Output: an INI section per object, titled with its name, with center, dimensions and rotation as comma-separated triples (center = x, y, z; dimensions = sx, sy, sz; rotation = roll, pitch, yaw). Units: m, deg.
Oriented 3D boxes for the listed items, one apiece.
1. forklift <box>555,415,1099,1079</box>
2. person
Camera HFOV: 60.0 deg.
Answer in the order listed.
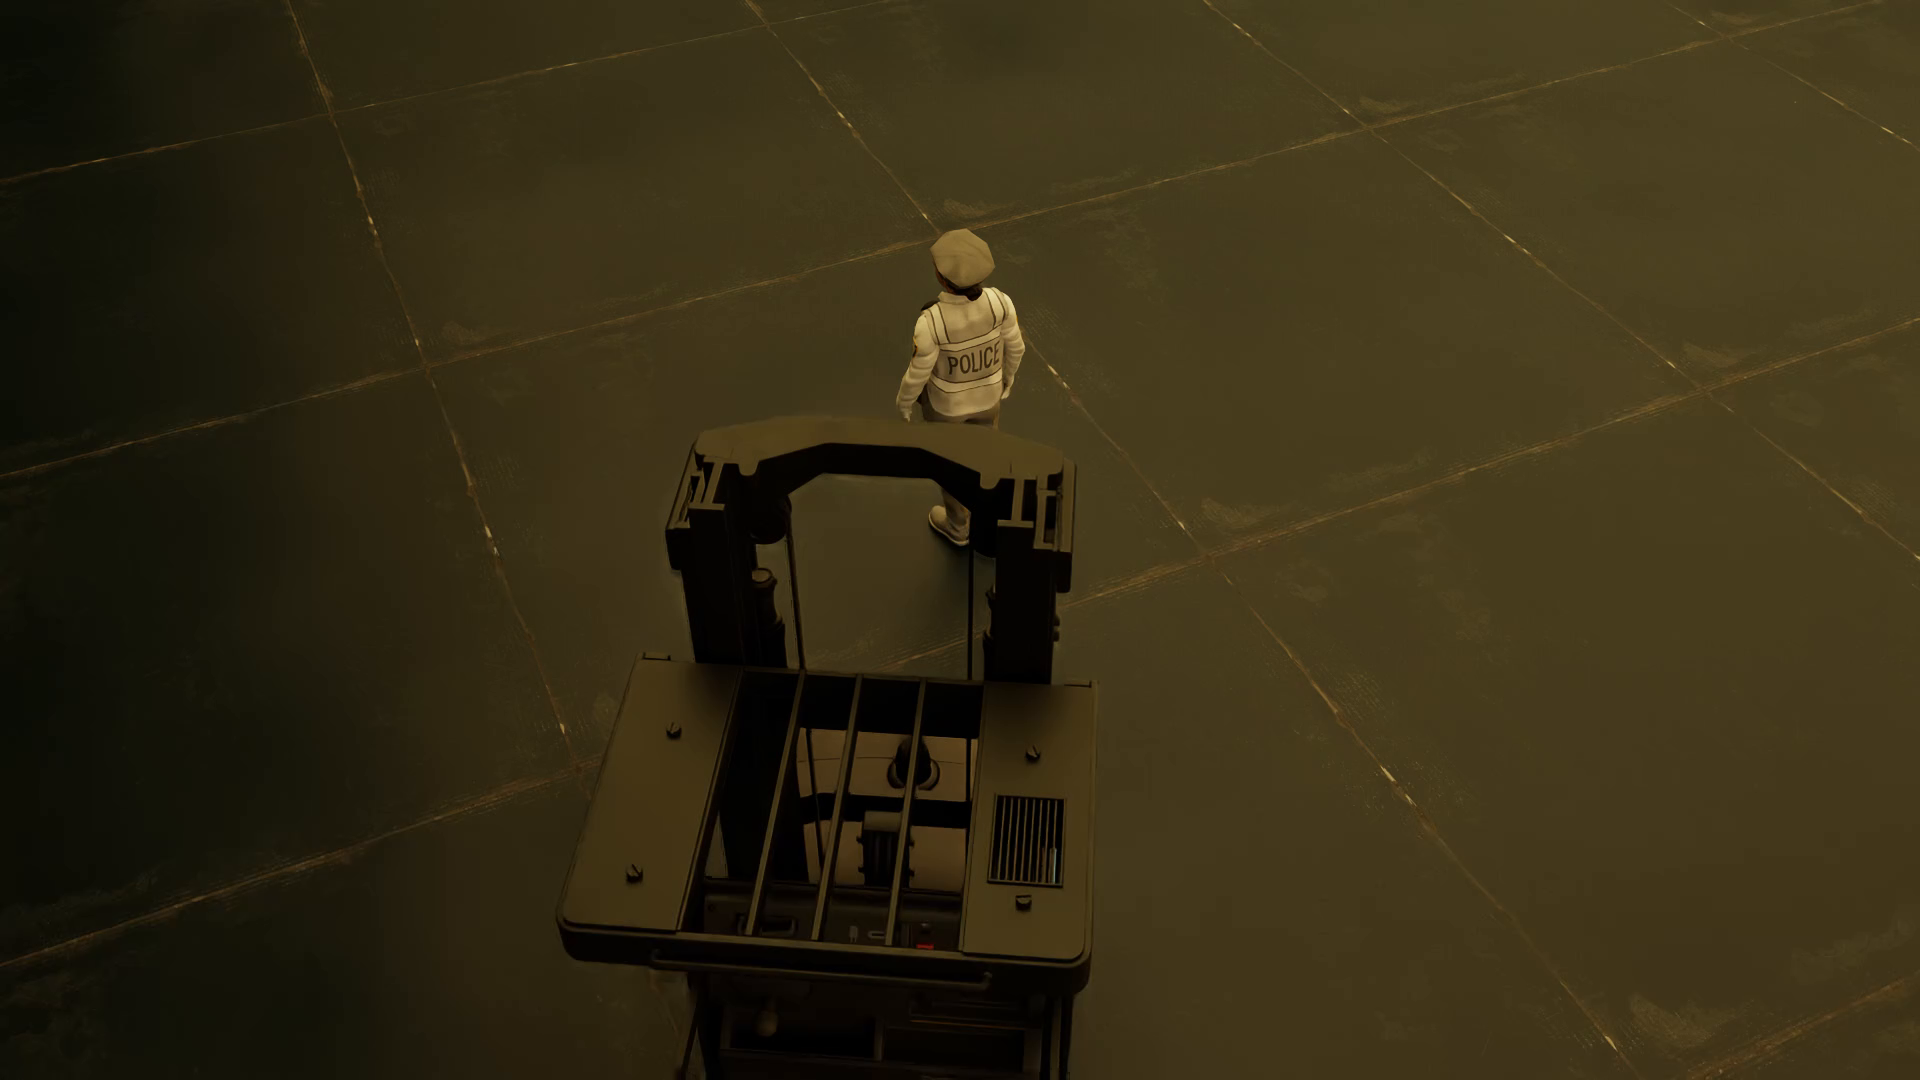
[forklift]
center = -0.244, 1.251, 4.340
dimensions = 1.130, 2.935, 3.031
rotation = 3, 43, 4
[person]
center = -0.022, -0.668, 7.292
dimensions = 0.588, 1.696, 0.533
rotation = -18, 46, -18
